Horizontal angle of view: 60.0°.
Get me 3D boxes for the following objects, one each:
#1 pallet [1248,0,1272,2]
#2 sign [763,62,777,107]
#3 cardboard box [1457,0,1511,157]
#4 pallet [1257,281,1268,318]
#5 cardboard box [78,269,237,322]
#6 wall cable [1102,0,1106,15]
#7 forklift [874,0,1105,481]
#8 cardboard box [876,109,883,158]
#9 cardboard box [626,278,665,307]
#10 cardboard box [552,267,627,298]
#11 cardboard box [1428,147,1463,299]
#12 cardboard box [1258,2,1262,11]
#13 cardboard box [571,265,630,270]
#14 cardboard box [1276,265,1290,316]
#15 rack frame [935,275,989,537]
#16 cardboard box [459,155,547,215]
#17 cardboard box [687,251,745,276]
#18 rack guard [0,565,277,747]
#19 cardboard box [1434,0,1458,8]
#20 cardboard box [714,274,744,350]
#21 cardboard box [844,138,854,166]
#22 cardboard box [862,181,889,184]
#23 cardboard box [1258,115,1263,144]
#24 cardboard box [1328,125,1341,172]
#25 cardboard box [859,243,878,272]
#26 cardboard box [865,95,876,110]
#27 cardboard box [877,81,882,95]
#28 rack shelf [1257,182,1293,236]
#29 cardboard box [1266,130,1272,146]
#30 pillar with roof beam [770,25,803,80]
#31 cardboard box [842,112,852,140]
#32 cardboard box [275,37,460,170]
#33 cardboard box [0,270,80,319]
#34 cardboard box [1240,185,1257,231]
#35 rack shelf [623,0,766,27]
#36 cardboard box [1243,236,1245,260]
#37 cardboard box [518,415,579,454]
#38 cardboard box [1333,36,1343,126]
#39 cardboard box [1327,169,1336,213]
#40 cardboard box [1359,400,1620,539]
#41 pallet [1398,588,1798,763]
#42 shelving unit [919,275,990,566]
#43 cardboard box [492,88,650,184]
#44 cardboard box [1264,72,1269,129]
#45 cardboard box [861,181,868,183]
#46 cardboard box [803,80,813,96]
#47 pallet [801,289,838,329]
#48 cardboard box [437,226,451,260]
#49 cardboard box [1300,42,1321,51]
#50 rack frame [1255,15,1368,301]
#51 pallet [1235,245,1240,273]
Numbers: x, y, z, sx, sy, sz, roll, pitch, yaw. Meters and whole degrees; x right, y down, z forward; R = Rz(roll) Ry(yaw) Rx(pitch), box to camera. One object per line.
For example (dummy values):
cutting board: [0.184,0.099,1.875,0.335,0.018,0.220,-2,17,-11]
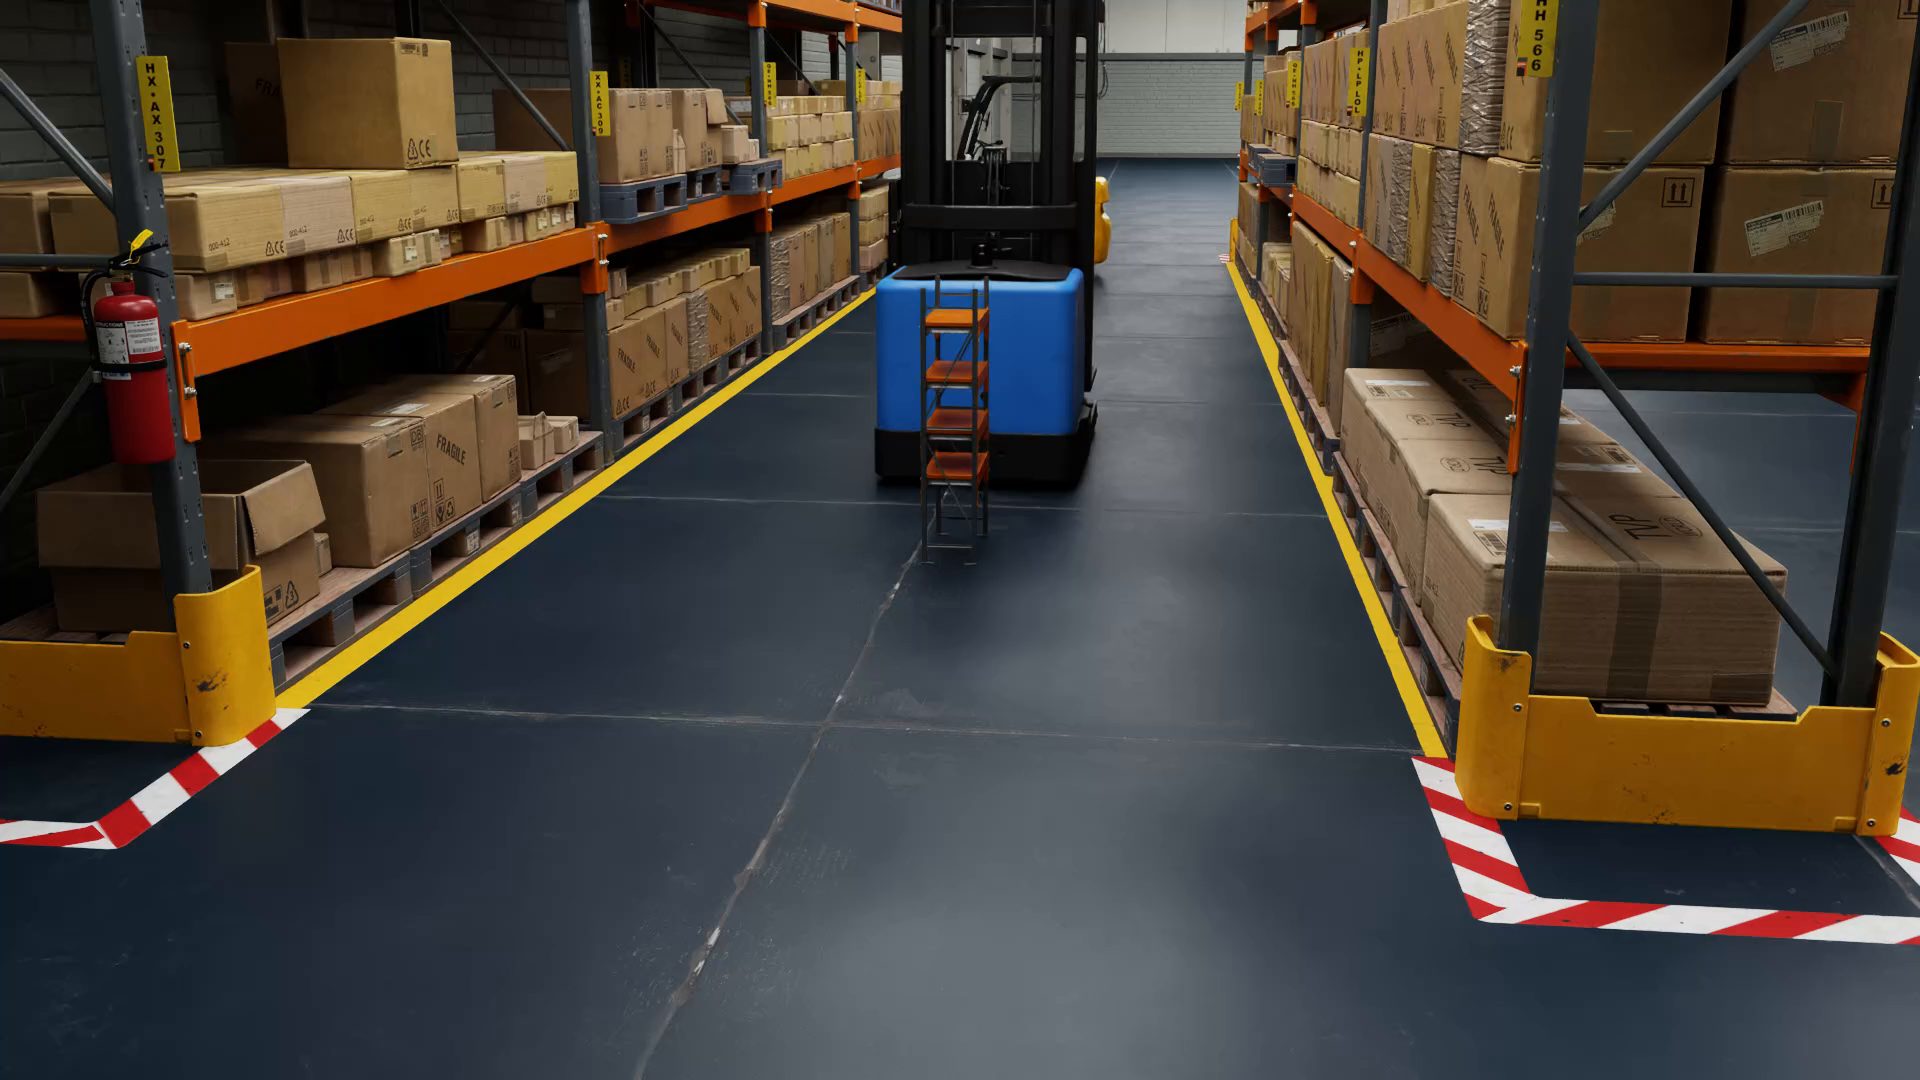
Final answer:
pallet: [3.238,-5.003,15.029,1.213,0.211,1.003,2,15,6]
sign: [-1.430,-3.417,12.486,0.100,0.325,0.005,2,15,6]
cardboard box: [1.907,-1.489,5.316,0.500,0.500,0.500,2,15,6]
pallet: [3.327,-2.254,15.594,1.003,0.211,1.213,2,15,6]
cardboard box: [-2.563,-0.791,5.322,0.380,0.149,0.250,2,15,6]
wall cable: [5.678,-17.092,49.906,3.097,2.526,0.112,2,15,6]
forklift: [0.253,-2.053,9.639,1.130,2.935,3.031,2,15,7]
cardboard box: [-1.111,-4.370,17.885,0.500,0.500,0.500,2,15,6]
cardboard box: [-2.062,-1.543,10.364,0.380,0.149,0.250,2,15,6]
cardboard box: [-2.135,-1.479,9.558,0.380,0.149,0.250,1,15,4]
cardboard box: [1.971,-1.134,5.920,0.500,0.500,0.500,2,15,8]
cardboard box: [3.374,-5.685,17.675,0.380,0.149,0.250,1,15,5]
cardboard box: [-2.431,-1.756,11.152,0.380,0.149,0.250,2,15,7]
cardboard box: [3.111,-2.037,13.678,0.950,0.372,0.625,1,15,5]
rack frame: [0.009,-0.600,7.581,0.240,1.200,0.015,2,15,6]
cardboard box: [-2.278,-1.674,7.824,0.500,0.250,0.500,2,15,6]
cardboard box: [-1.774,-2.012,12.098,0.380,0.149,0.250,1,15,3]
rack guard: [-2.864,0.352,5.403,1.175,0.500,0.348,2,15,6]
cardboard box: [2.027,-2.103,6.342,0.380,0.149,0.250,2,15,6]
cardboard box: [-1.871,-1.661,12.041,0.500,0.500,0.500,1,15,5]
cardboard box: [-1.316,-3.737,16.022,0.500,0.250,0.500,2,15,8]
cardboard box: [-0.861,-4.082,19.558,0.500,0.250,0.500,2,15,7]
cardboard box: [3.217,-4.117,16.378,0.500,0.500,0.500,1,15,5]
cardboard box: [2.421,-2.282,9.685,0.500,0.250,0.500,2,15,8]
cardboard box: [-1.135,-2.939,17.246,0.500,0.250,0.500,2,15,7]
cardboard box: [-1.090,-4.581,17.423,0.380,0.149,0.250,2,15,7]
cardboard box: [-1.066,-4.993,18.376,0.380,0.149,0.250,2,15,7]
rack shelf: [3.188,-2.936,14.152,1.077,0.370,4.000,2,15,6]
cardboard box: [3.000,-3.685,15.221,0.380,0.149,0.250,2,15,7]
pillar with roof beam: [2.236,-7.600,18.529,9.100,9.000,0.400,2,15,6]
cardboard box: [-1.320,-3.981,15.969,0.500,0.250,0.500,1,15,5]
cardboard box: [-2.385,-1.767,6.731,0.500,0.500,0.500,2,15,8]
cardboard box: [-3.102,-0.808,5.384,0.380,0.149,0.250,2,15,6]
cardboard box: [3.442,-3.734,18.751,0.500,0.500,0.500,1,15,4]
rack shelf: [-2.196,-3.492,10.461,1.077,0.370,4.000,2,15,6]
cardboard box: [3.385,-3.240,18.361,0.500,0.250,0.500,3,15,10]
cardboard box: [-2.192,-0.546,8.592,0.380,0.149,0.250,1,15,5]
cardboard box: [2.440,-2.647,9.597,0.500,0.500,0.500,2,15,8]
cardboard box: [2.446,-2.041,9.751,0.500,0.250,0.500,1,15,5]
cardboard box: [2.233,-0.301,7.134,0.875,0.438,0.875,1,15,5]
pallet: [2.072,0.447,5.606,1.003,0.211,1.213,2,15,6]
shelving unit: [-0.019,-0.536,7.347,0.258,1.200,0.503,2,15,6]
cardboard box: [-2.145,-2.242,9.212,0.700,0.500,0.500,2,15,8]
cardboard box: [3.020,-3.954,14.971,0.500,0.500,0.500,2,15,6]
cardboard box: [-1.362,-4.094,19.604,0.500,0.250,0.500,2,15,6]
cardboard box: [-1.713,-4.608,16.953,0.380,0.149,0.250,1,15,5]
pallet: [-1.698,-2.092,14.994,1.003,0.211,1.213,2,15,6]
cardboard box: [-2.398,-1.261,7.062,0.380,0.149,0.250,2,15,6]
cardboard box: [3.679,-4.584,16.193,0.700,0.500,0.500,2,15,6]
rack frame: [3.414,-3.802,15.977,1.000,3.000,0.127,2,15,6]
pallet: [3.730,-3.264,19.329,1.003,0.211,1.213,2,15,6]
